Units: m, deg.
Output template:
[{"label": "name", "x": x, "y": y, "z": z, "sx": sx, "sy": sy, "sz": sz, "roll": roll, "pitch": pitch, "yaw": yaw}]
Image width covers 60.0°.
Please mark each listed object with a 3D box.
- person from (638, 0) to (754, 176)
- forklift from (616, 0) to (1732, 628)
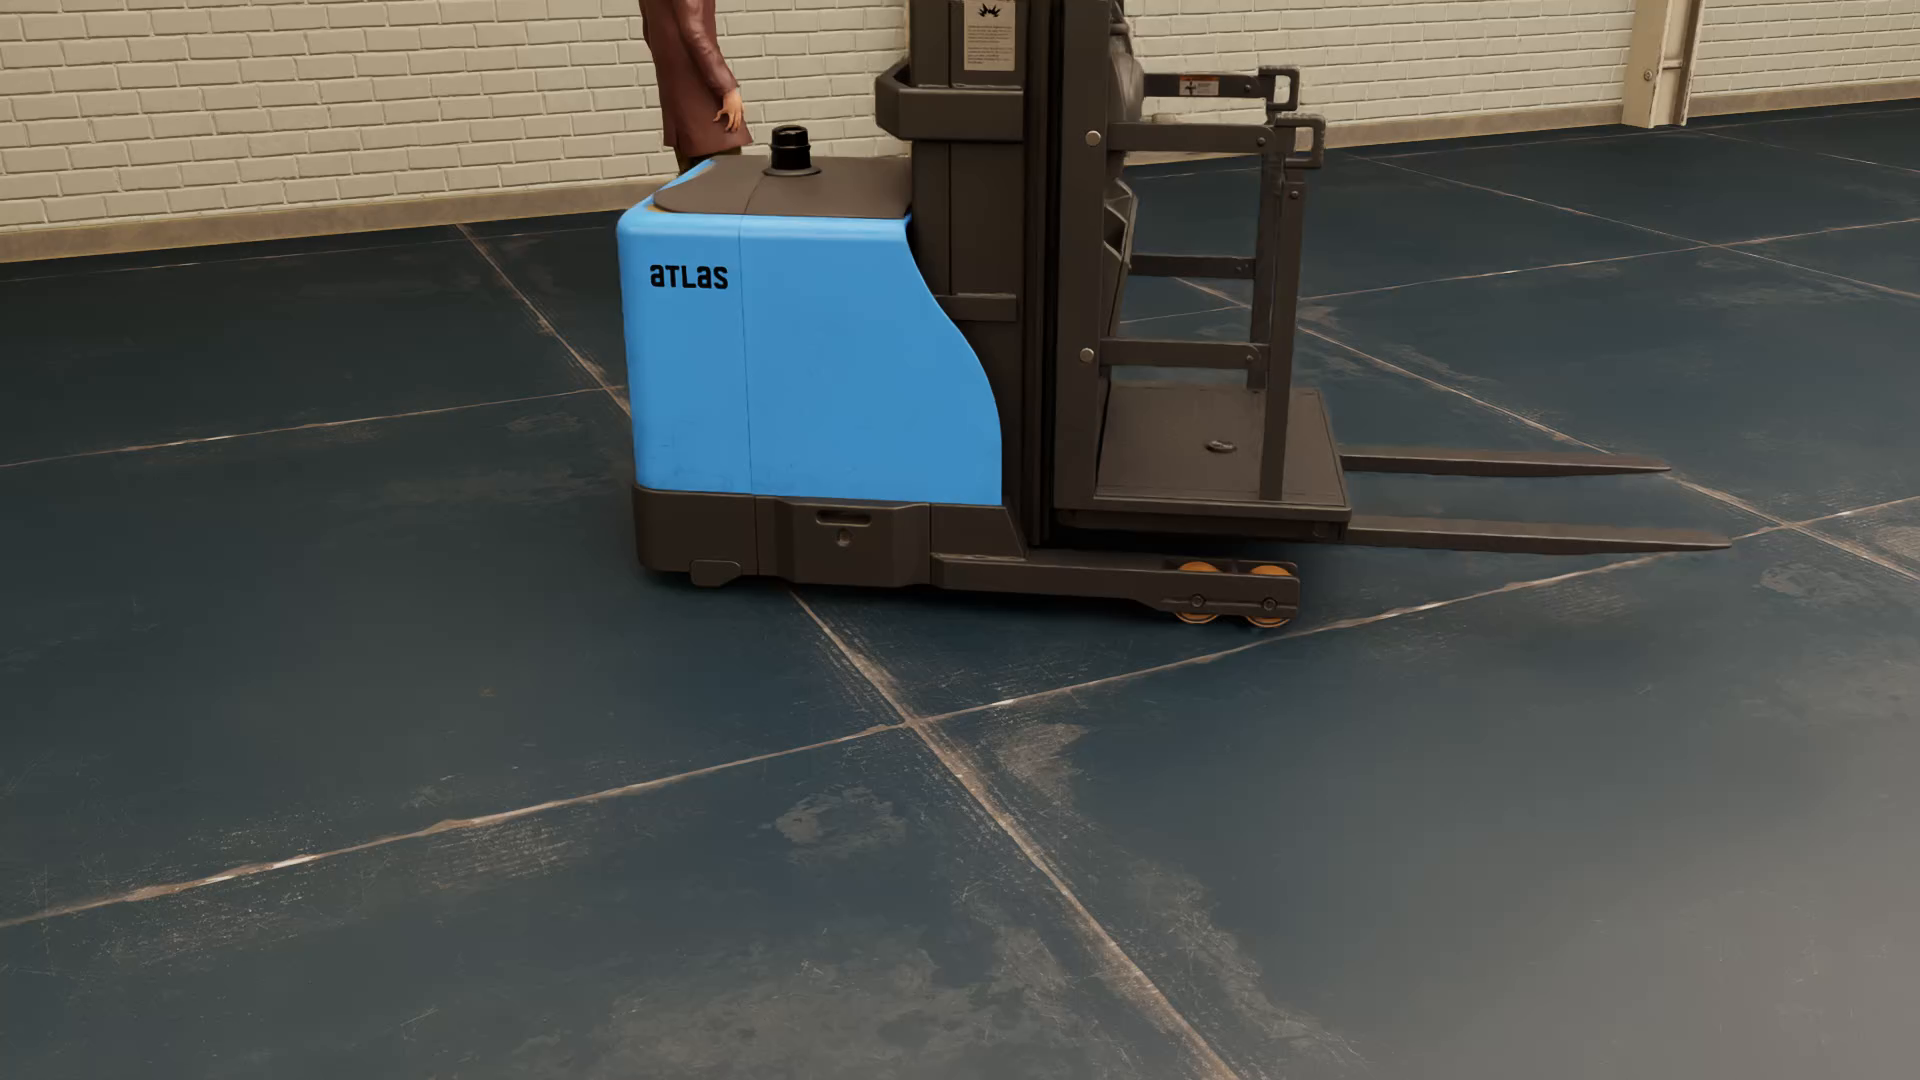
[{"label": "person", "x": -1.129, "y": -2.049, "z": 7.705, "sx": 0.583, "sy": 1.776, "sz": 0.696, "roll": -13, "pitch": 26, "yaw": -28}, {"label": "forklift", "x": 0.625, "y": -1.331, "z": 4.491, "sx": 3.031, "sy": 2.935, "sz": 1.130, "roll": 3, "pitch": 23, "yaw": 7}]
